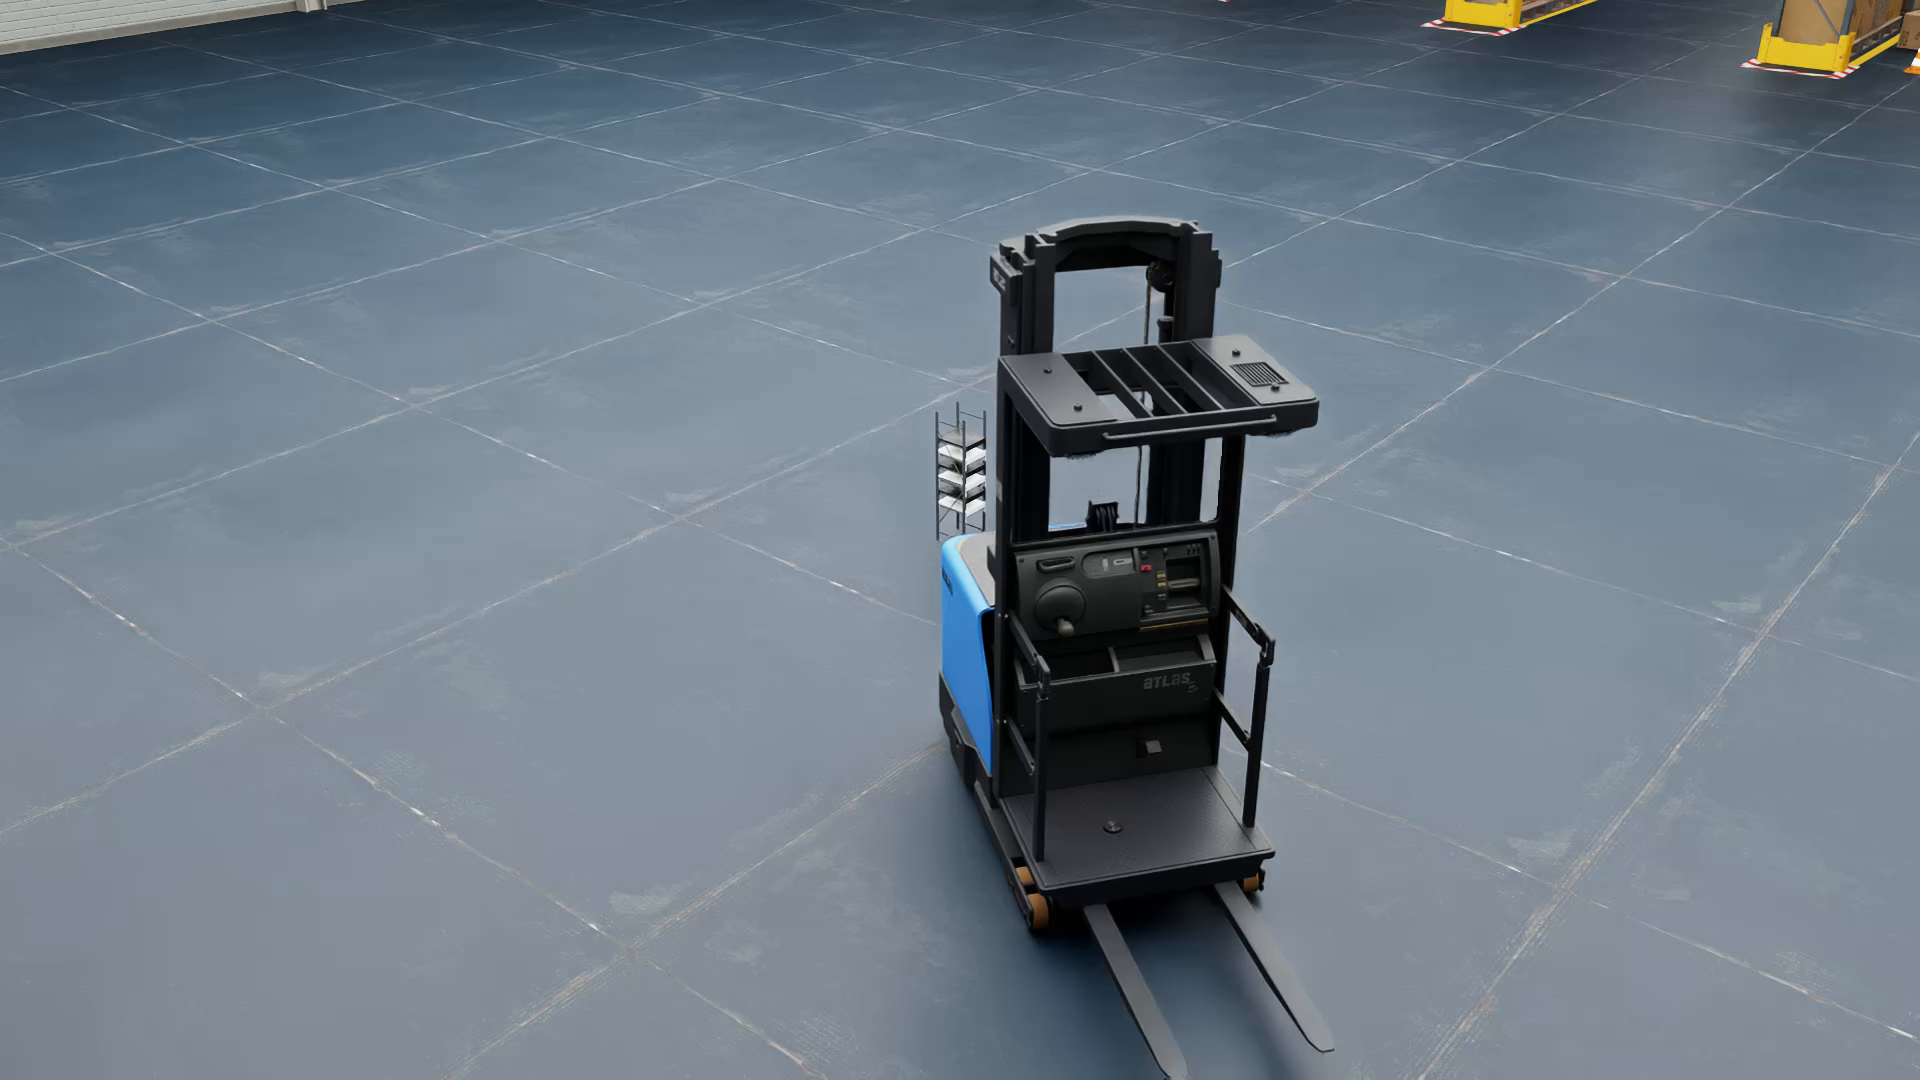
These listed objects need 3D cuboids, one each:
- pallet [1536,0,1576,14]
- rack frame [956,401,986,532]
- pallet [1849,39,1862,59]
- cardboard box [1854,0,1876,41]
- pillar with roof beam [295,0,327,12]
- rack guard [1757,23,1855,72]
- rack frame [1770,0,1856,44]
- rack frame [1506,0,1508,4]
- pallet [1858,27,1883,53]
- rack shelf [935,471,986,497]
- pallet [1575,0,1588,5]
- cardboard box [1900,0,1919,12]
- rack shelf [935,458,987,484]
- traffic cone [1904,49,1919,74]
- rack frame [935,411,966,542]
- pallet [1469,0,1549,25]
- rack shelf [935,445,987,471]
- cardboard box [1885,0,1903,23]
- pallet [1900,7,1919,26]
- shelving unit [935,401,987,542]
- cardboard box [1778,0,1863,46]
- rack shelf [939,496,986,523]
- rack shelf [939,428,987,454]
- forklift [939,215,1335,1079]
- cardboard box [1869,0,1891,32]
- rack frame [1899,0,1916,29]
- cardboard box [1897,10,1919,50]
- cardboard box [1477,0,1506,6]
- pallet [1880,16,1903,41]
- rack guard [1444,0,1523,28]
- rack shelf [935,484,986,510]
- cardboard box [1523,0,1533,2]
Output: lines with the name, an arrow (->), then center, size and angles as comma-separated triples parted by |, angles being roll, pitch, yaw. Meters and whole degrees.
pallet -> 9.765, -9.180, 28.265 | 1.003, 0.211, 1.213 | 21, 34, 34
rack frame -> 0.070, -0.439, 10.618 | 0.240, 0.900, 0.006 | 21, 34, 34
pallet -> 12.608, -7.265, 24.565 | 1.003, 0.211, 1.213 | 21, 34, 34
cardboard box -> 13.098, -8.013, 24.830 | 0.875, 0.875, 0.875 | 20, 34, 34
pillar with roof beam -> -7.603, -11.679, 23.532 | 9.100, 9.000, 0.400 | 21, 34, 34
rack guard -> 12.144, -7.079, 23.890 | 1.175, 0.500, 0.348 | 21, 34, 34
rack frame -> 12.160, -8.198, 23.332 | 1.000, 3.000, 0.127 | 21, 34, 34
rack frame -> 8.397, -9.683, 26.203 | 1.000, 3.000, 0.127 | 21, 34, 34
pallet -> 13.384, -7.696, 25.397 | 1.003, 0.211, 1.213 | 21, 34, 34
rack shelf -> 0.005, -0.373, 10.564 | 0.258, 0.077, 0.200 | 21, 34, 34
pallet -> 10.541, -9.614, 29.105 | 1.003, 0.211, 1.213 | 21, 34, 34
cardboard box -> 15.029, -9.050, 26.970 | 1.050, 0.750, 0.750 | 21, 34, 34
rack shelf -> 0.005, -0.453, 10.523 | 0.258, 0.077, 0.200 | 21, 34, 34
traffic cone -> 13.593, -6.844, 23.476 | 0.336, 0.463, 0.334 | 21, 34, 34
rack frame -> -0.059, -0.367, 10.479 | 0.240, 0.900, 0.006 | 21, 34, 34
pallet -> 8.989, -8.749, 27.433 | 1.003, 0.211, 1.213 | 21, 34, 34
rack shelf -> 0.005, -0.533, 10.481 | 0.258, 0.077, 0.200 | 21, 34, 34
cardboard box -> 14.250, -8.656, 26.073 | 0.875, 0.875, 0.875 | 21, 34, 35
pallet -> 15.137, -8.673, 27.285 | 1.003, 0.211, 1.213 | 21, 34, 34
shelving unit -> 0.005, -0.403, 10.549 | 0.258, 0.900, 0.210 | 21, 34, 34
cardboard box -> 12.540, -7.700, 24.226 | 0.875, 0.875, 0.875 | 21, 34, 35
rack shelf -> 0.005, -0.213, 10.647 | 0.258, 0.077, 0.200 | 21, 34, 34
rack shelf -> 0.005, -0.613, 10.440 | 0.258, 0.077, 0.200 | 21, 34, 34
forklift -> 0.753, 0.236, 7.104 | 1.130, 2.935, 3.031 | -7, 28, -13
cardboard box -> 13.680, -8.335, 25.454 | 0.875, 0.875, 0.875 | 21, 34, 35
rack frame -> 14.704, -9.616, 26.073 | 1.000, 3.000, 0.127 | 21, 34, 34
cardboard box -> 14.508, -7.656, 25.003 | 0.500, 0.500, 0.500 | -21, 34, -35
cardboard box -> 8.807, -8.976, 27.100 | 0.500, 0.500, 0.500 | -21, 34, -35
pallet -> 14.160, -8.131, 26.237 | 1.003, 0.211, 1.213 | 21, 34, 34
rack guard -> 8.445, -8.600, 26.830 | 1.175, 0.500, 0.348 | 21, 34, 34
rack shelf -> 0.005, -0.293, 10.605 | 0.258, 0.077, 0.200 | 21, 34, 34
cardboard box -> 9.161, -9.198, 27.529 | 0.500, 0.500, 0.500 | -18, 32, -31
